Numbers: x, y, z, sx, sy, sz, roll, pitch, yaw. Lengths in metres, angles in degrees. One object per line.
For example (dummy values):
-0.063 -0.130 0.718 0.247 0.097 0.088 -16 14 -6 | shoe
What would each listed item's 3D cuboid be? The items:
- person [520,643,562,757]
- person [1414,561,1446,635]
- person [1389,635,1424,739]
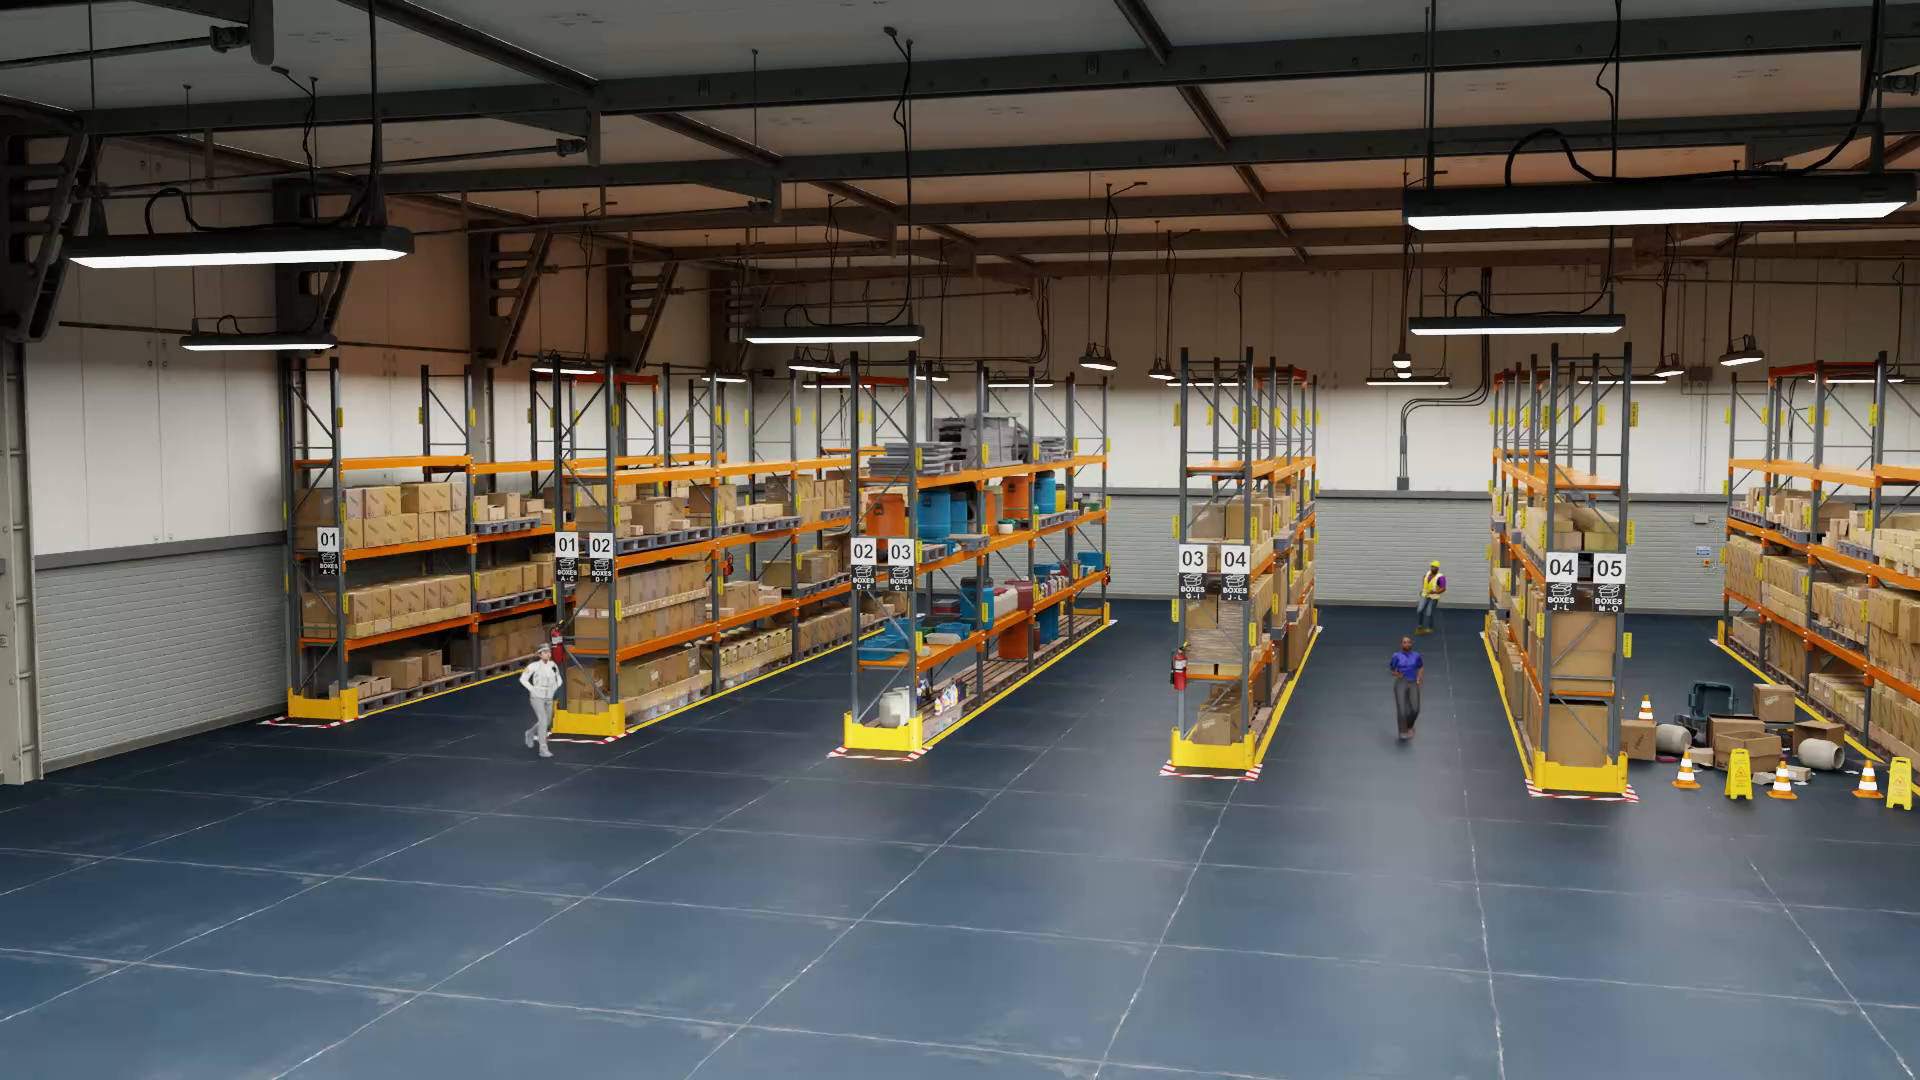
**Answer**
-6.251 2.370 24.886 0.753 1.688 0.633 4 6 45 | person
10.828 1.344 38.214 0.722 1.754 0.680 4 6 43 | person
6.928 2.303 25.731 0.563 1.604 0.572 0 4 6 | person
